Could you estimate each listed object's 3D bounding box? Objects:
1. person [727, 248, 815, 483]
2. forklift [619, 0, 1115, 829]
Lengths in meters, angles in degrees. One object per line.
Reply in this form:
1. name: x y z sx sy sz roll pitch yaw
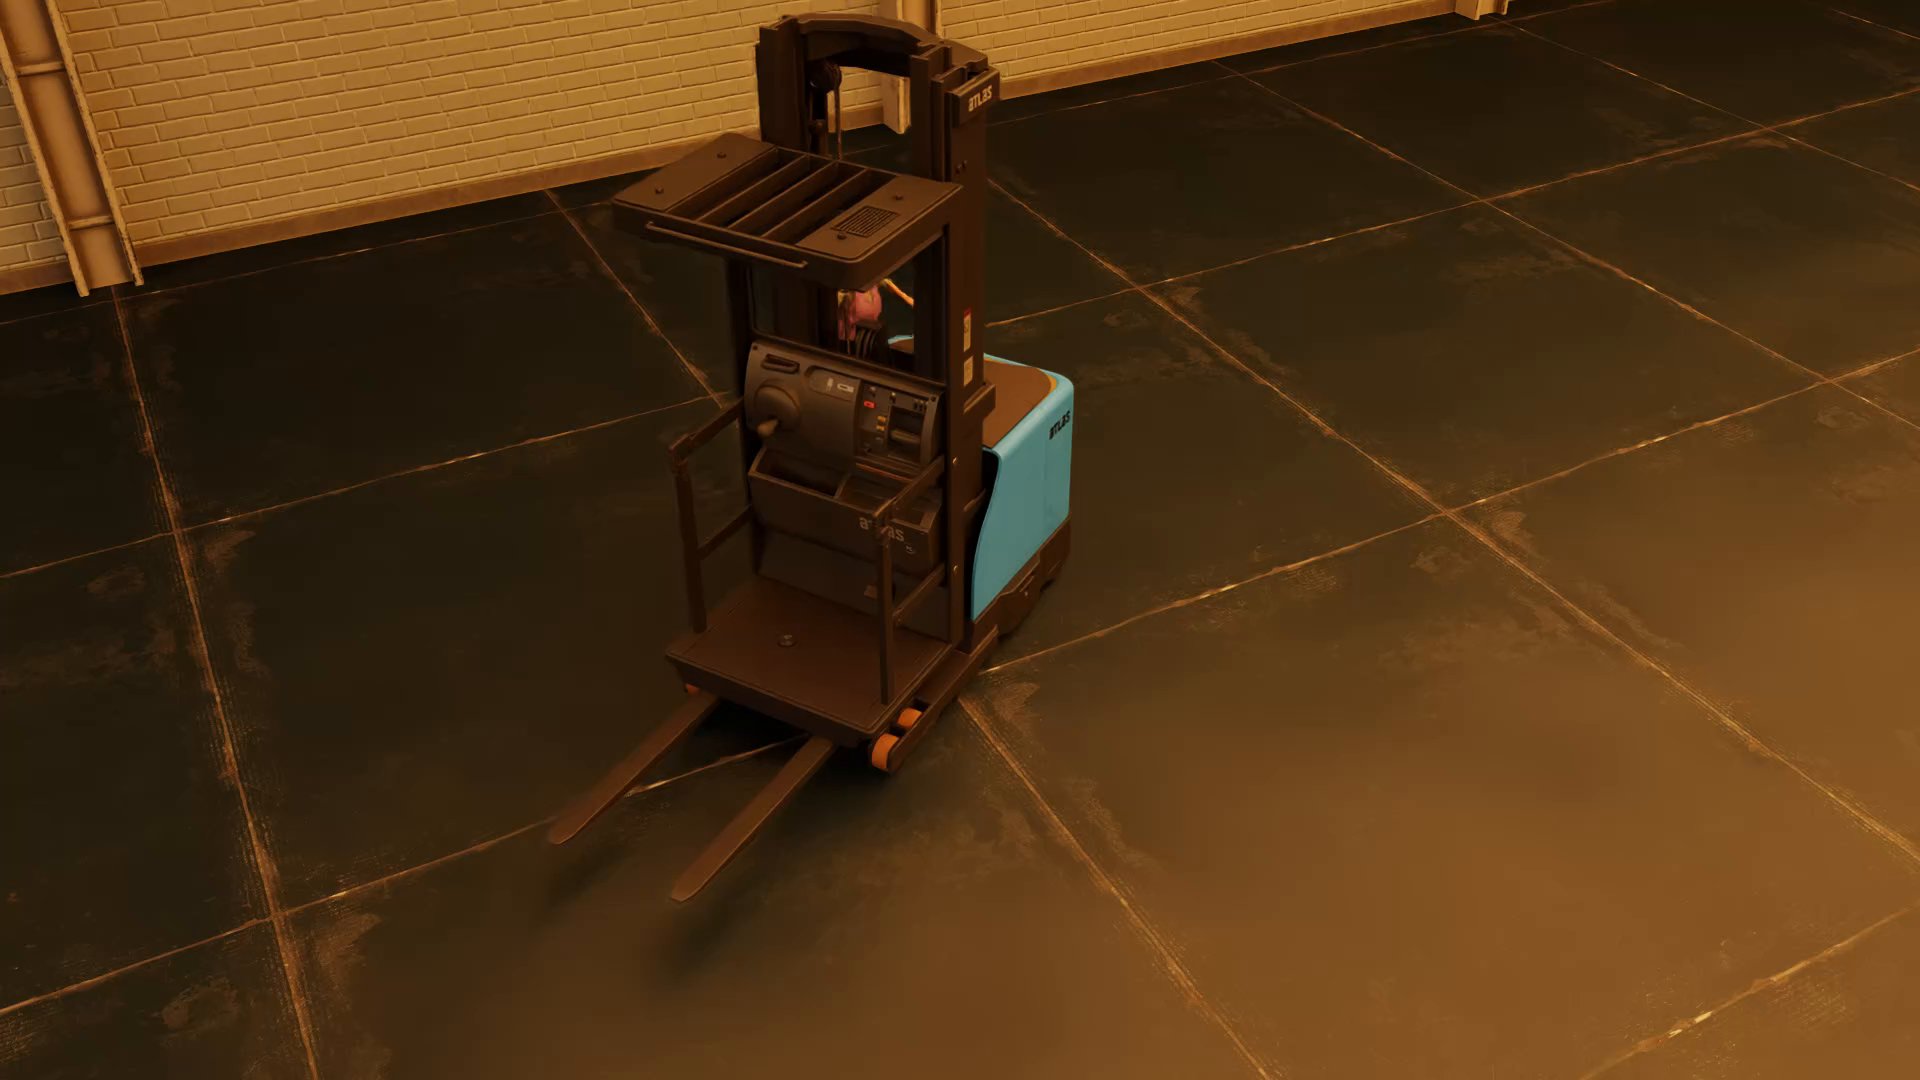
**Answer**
1. person: -0.780 -0.935 8.834 1.359 1.331 0.723 17 39 22
2. forklift: -0.384 -0.717 7.137 1.130 2.935 3.031 18 39 24
